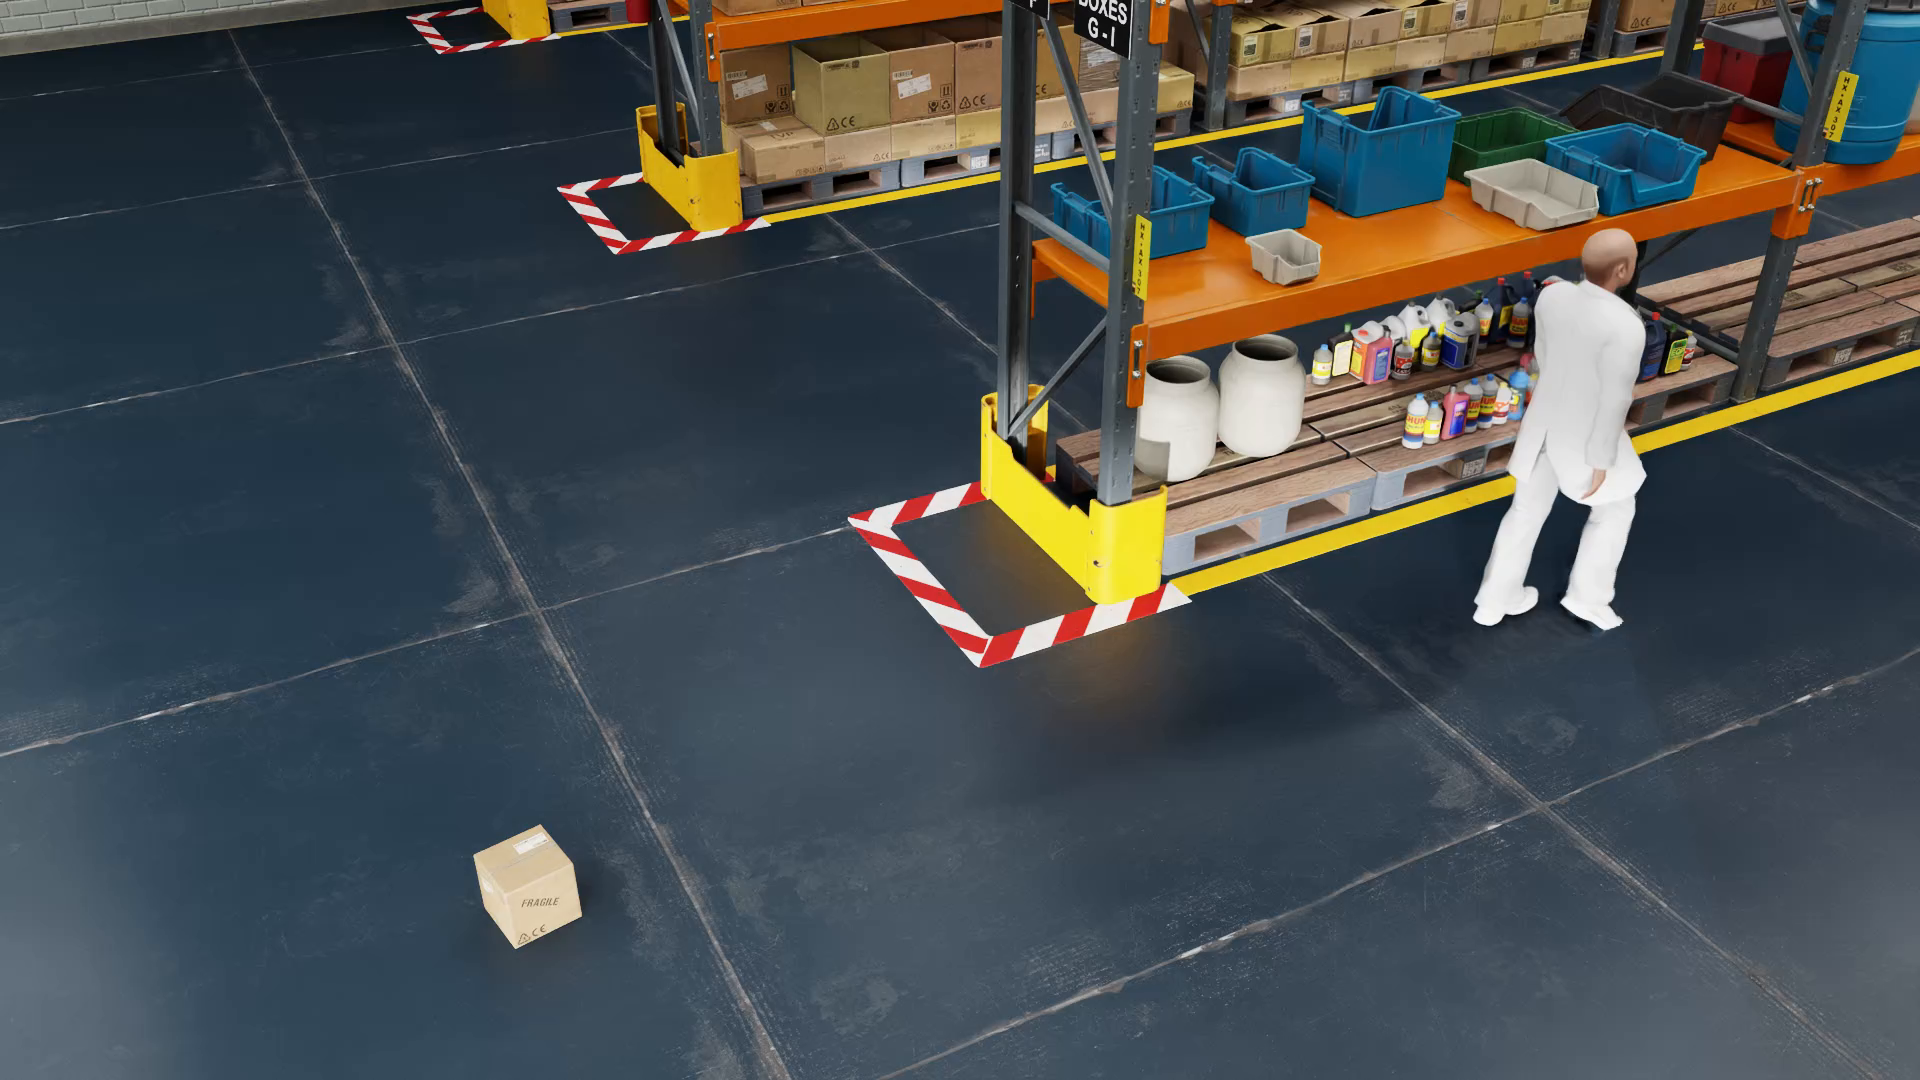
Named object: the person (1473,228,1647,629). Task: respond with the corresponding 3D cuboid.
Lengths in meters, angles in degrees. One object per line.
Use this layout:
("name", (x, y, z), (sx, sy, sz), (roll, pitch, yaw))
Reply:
("person", (2.527, -0.403, 6.819), (0.664, 1.855, 0.586), (-16, 36, -24))
